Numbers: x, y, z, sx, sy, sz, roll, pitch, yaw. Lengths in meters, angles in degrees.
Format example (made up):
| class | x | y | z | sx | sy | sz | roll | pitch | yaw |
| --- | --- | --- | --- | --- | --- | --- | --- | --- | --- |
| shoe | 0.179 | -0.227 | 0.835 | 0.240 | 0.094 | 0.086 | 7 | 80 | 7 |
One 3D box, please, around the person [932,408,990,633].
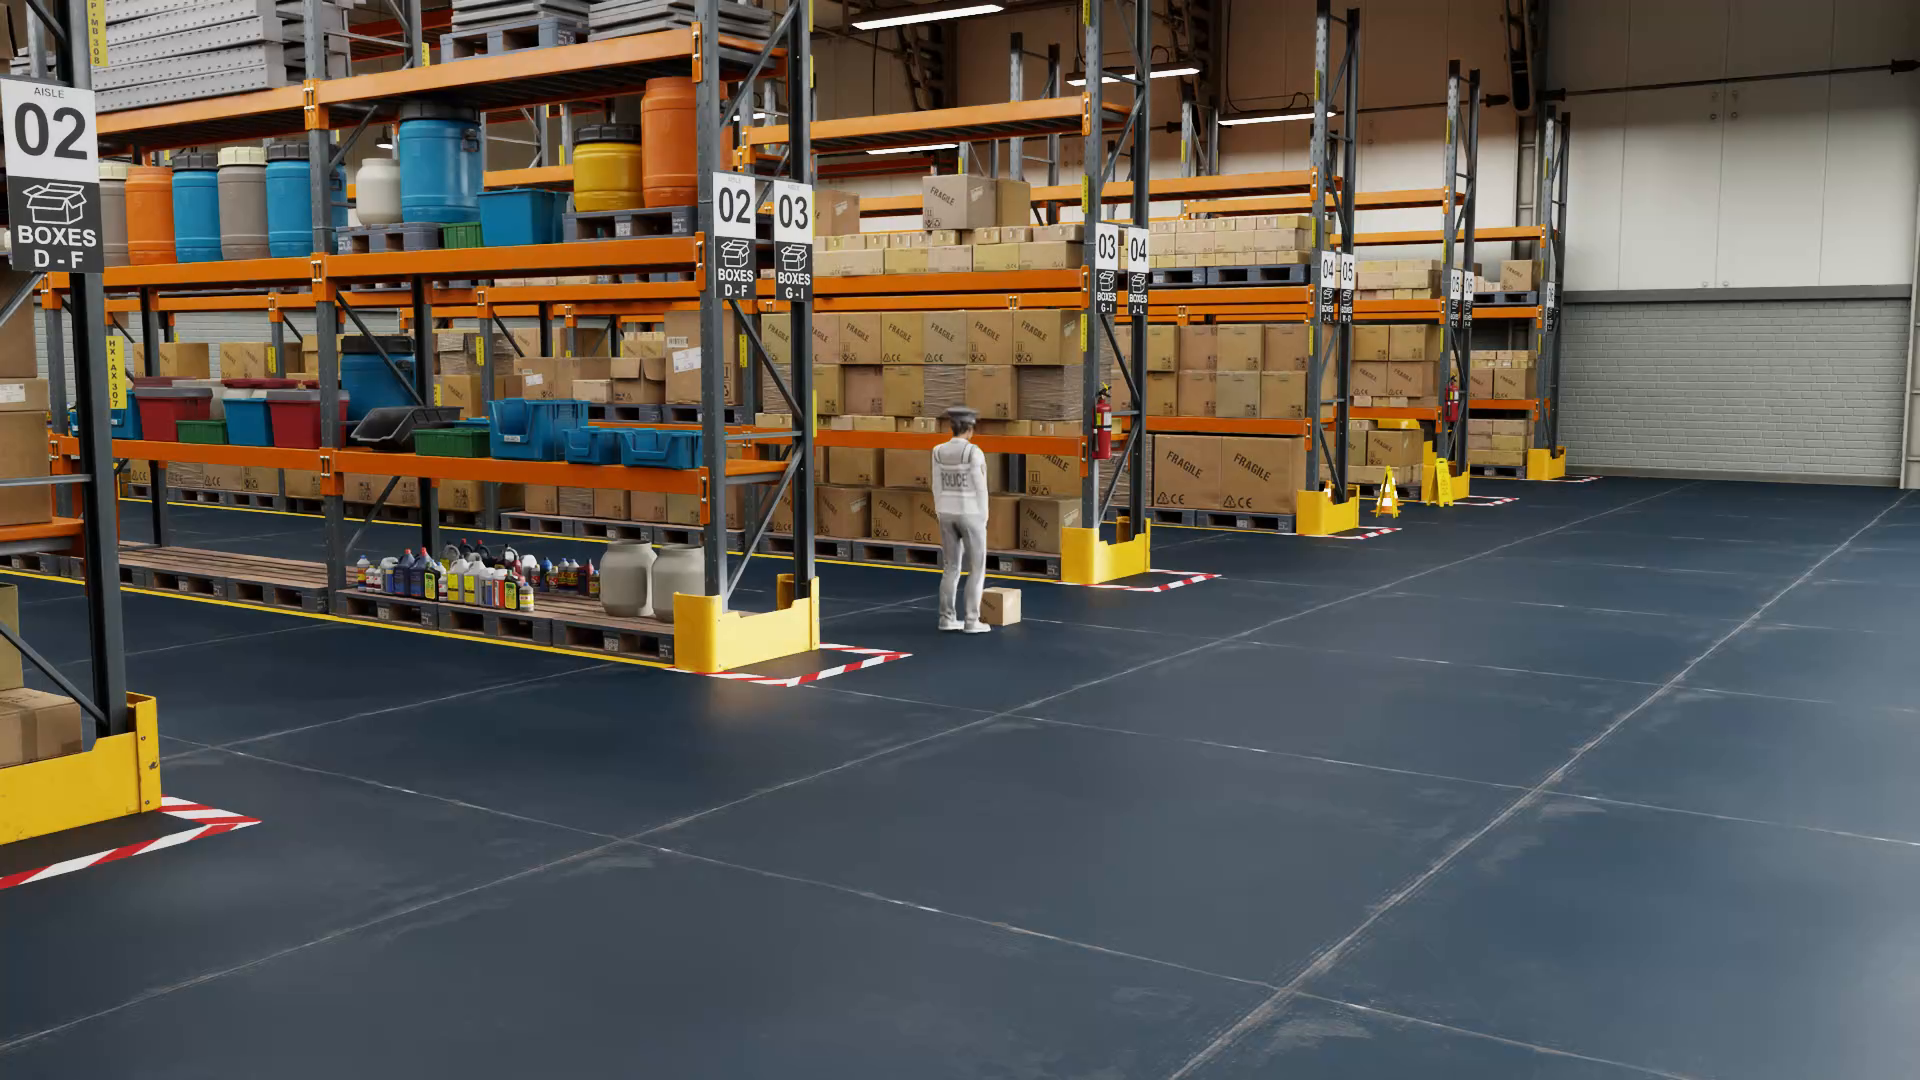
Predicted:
| class | x | y | z | sx | sy | sz | roll | pitch | yaw |
| --- | --- | --- | --- | --- | --- | --- | --- | --- | --- |
| person | 0.005 | -0.142 | 12.317 | 0.474 | 1.660 | 0.327 | 4 | 8 | 35 |
